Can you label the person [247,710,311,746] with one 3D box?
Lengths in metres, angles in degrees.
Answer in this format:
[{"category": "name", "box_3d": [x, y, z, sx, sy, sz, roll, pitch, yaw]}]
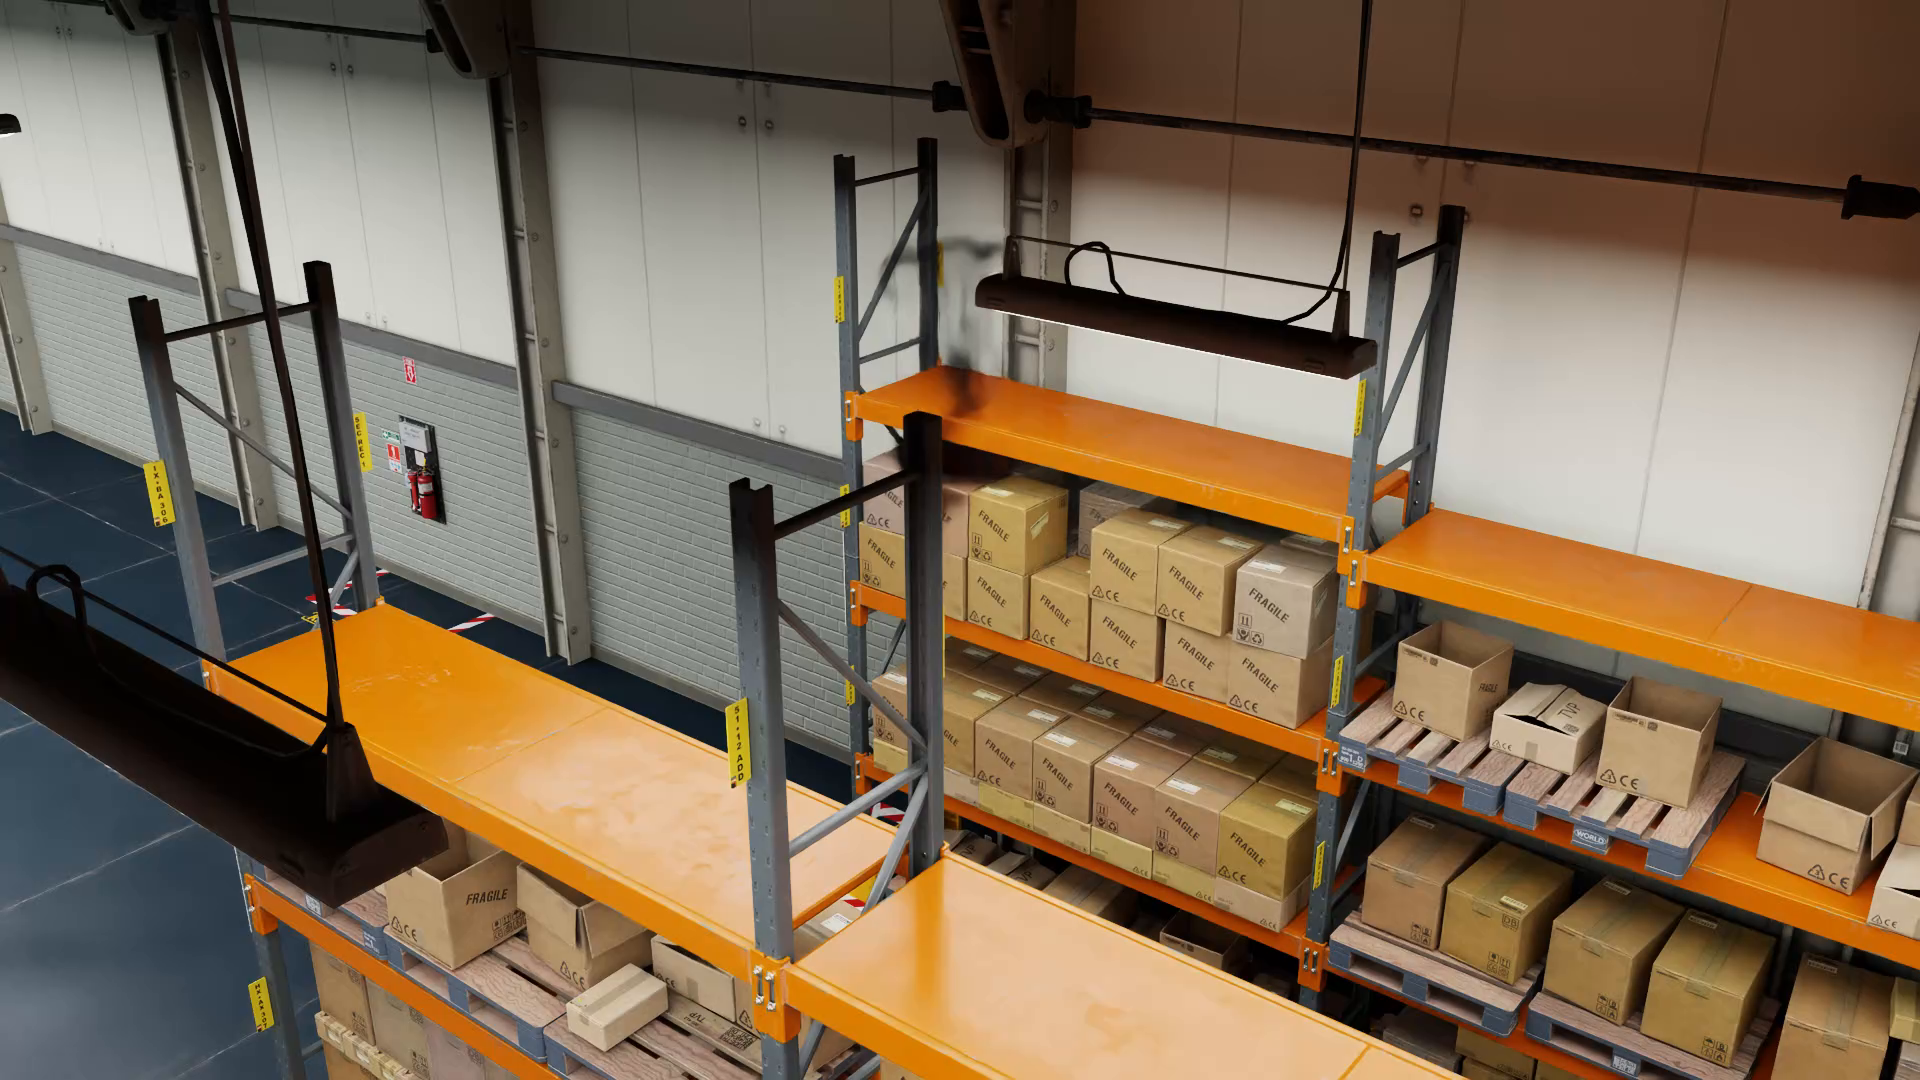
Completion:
[{"category": "person", "box_3d": [-5.510, 2.034, 13.528, 0.674, 1.725, 0.710, -9, 24, -21]}]
